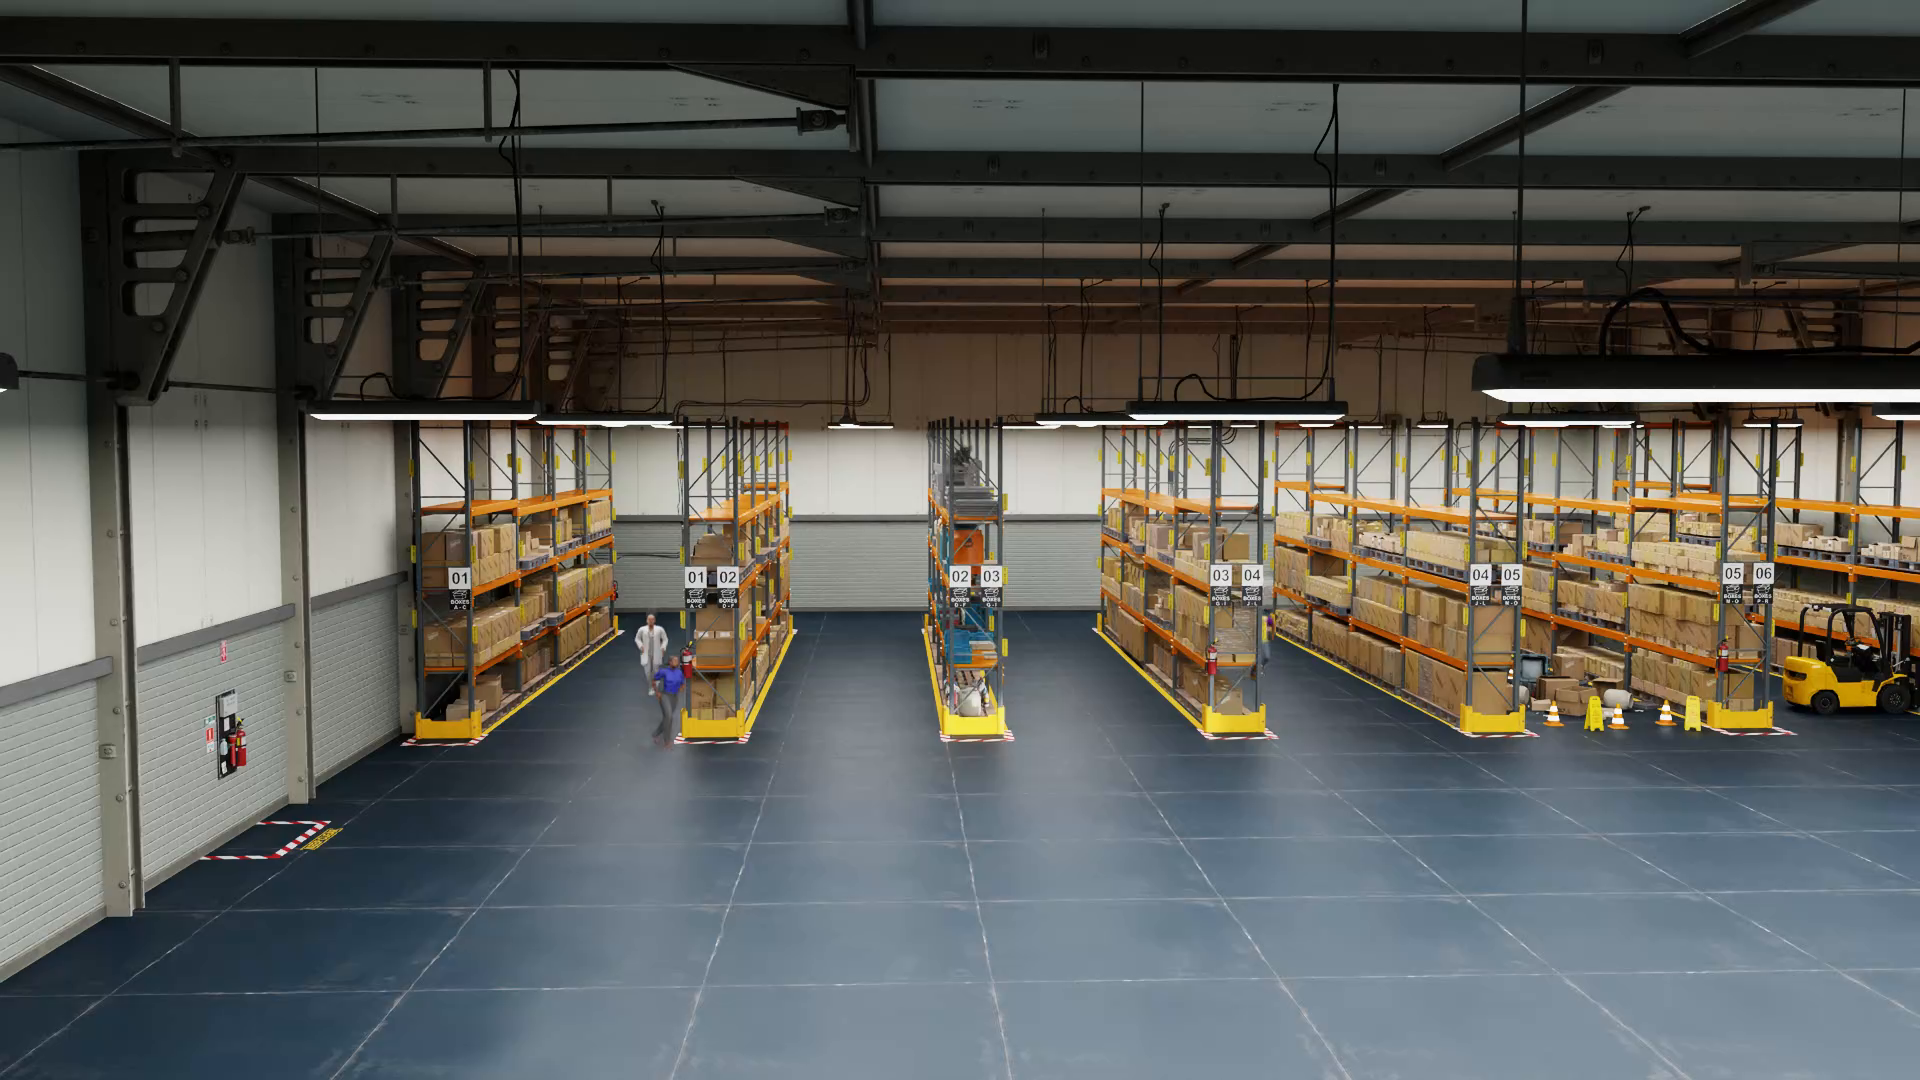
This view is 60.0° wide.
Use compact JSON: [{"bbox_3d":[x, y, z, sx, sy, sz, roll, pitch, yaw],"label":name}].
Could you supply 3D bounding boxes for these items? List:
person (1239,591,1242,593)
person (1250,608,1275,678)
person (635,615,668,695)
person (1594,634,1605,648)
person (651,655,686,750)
[{"bbox_3d":[8.474,1.707,48.842,0.609,1.677,0.803,-2,4,-25],"label":"person"},{"bbox_3d":[6.922,2.350,38.264,0.731,1.715,0.784,0,4,-3],"label":"person"},{"bbox_3d":[-6.747,2.496,36.334,0.712,1.739,0.652,0,4,-8],"label":"person"},{"bbox_3d":[16.354,2.094,42.394,0.691,1.740,0.629,0,4,1],"label":"person"},{"bbox_3d":[-5.275,2.940,30.262,0.741,1.689,0.568,3,5,42],"label":"person"}]
